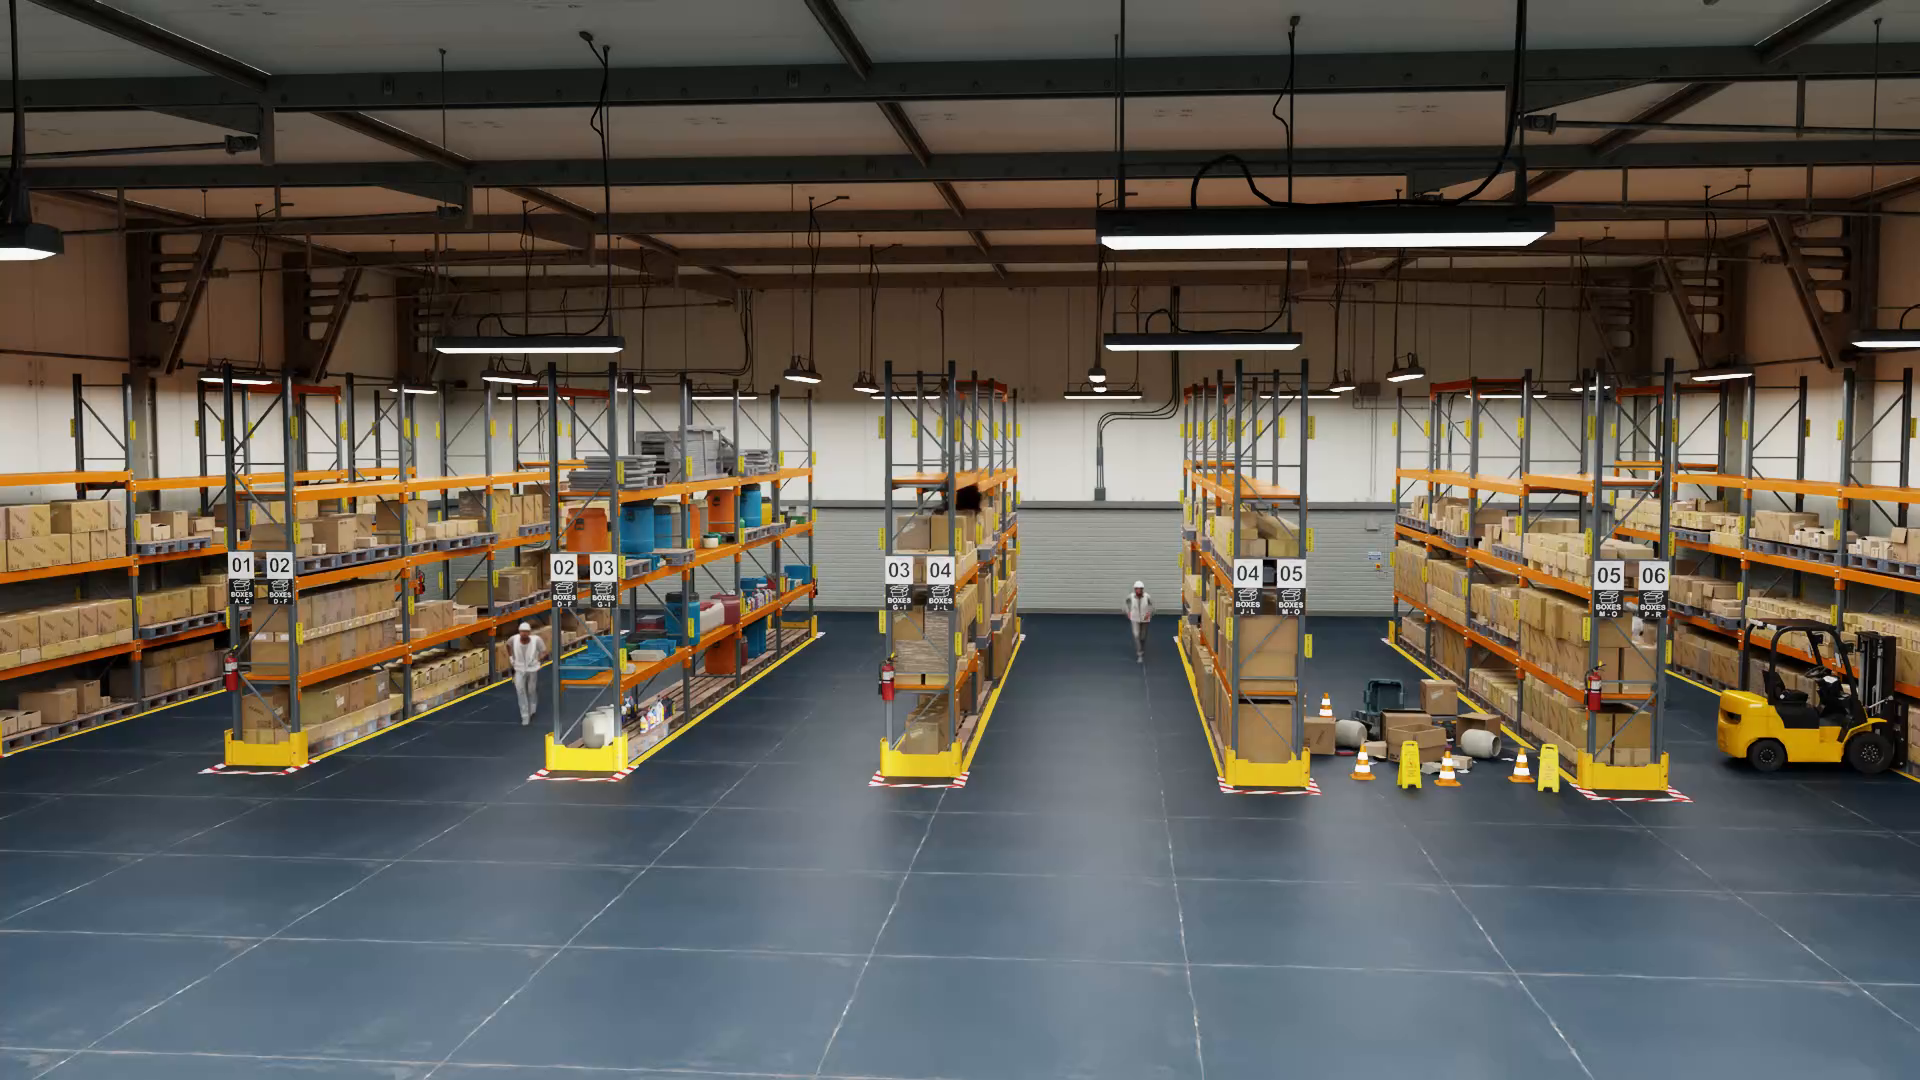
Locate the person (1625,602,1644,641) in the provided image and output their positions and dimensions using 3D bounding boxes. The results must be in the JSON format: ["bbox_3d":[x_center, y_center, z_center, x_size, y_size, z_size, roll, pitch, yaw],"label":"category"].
[{"bbox_3d":[12.844,2.067,31.744,0.531,1.749,0.789,-1,4,-9],"label":"person"}]

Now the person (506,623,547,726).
[{"bbox_3d":[-7.445,2.275,28.640,0.703,1.786,0.992,0,4,-5],"label":"person"}]

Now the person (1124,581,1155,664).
[{"bbox_3d":[3.905,1.761,36.210,0.661,1.769,1.067,0,4,1],"label":"person"}]
